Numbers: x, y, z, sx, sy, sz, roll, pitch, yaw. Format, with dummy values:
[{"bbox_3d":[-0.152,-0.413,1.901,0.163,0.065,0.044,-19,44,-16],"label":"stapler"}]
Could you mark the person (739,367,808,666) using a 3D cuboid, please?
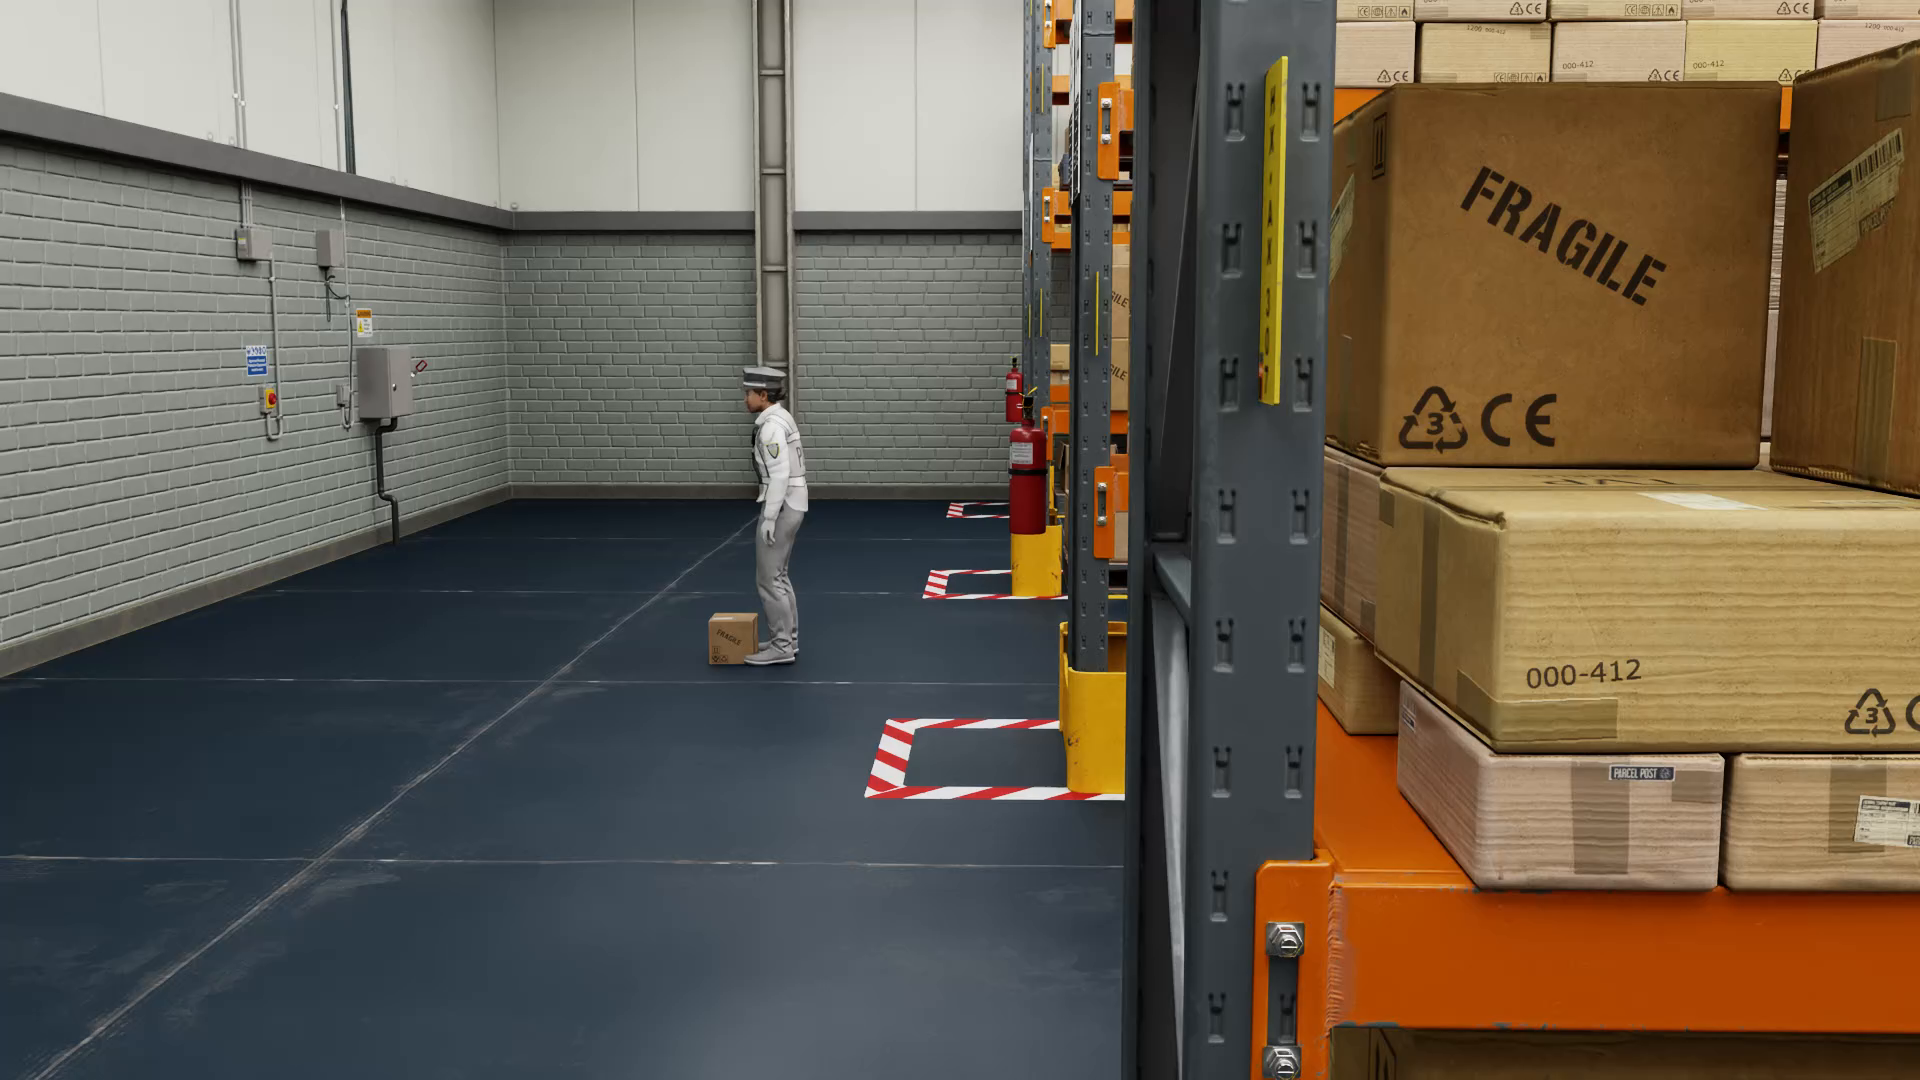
[{"bbox_3d":[-1.040,-0.139,9.352,0.374,1.661,0.538,0,7,-2],"label":"person"}]
